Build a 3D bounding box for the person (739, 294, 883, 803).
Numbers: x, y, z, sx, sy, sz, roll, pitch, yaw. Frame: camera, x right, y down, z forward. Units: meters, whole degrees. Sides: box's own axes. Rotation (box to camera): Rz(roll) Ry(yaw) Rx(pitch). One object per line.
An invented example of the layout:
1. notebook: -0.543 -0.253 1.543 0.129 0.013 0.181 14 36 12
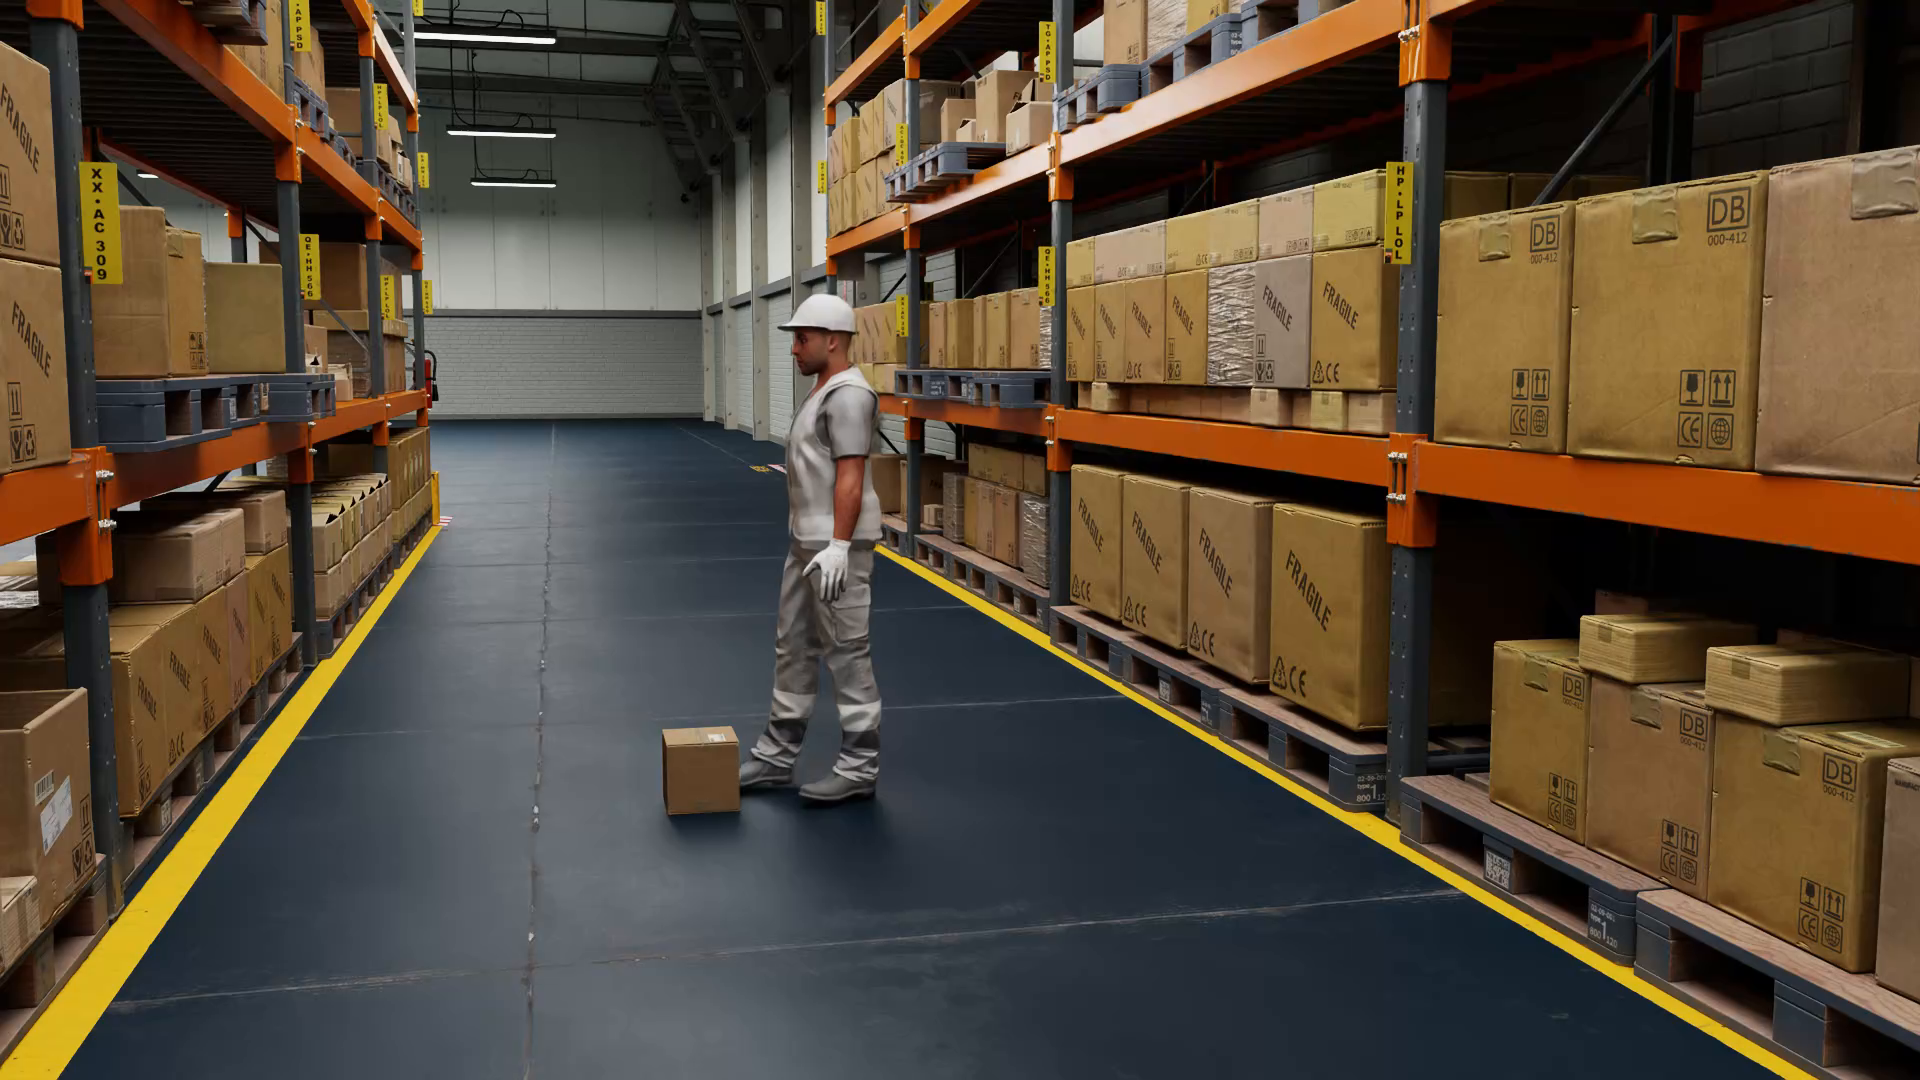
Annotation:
1. person: -0.566 0.034 5.855 0.584 1.787 0.588 -2 6 -19
